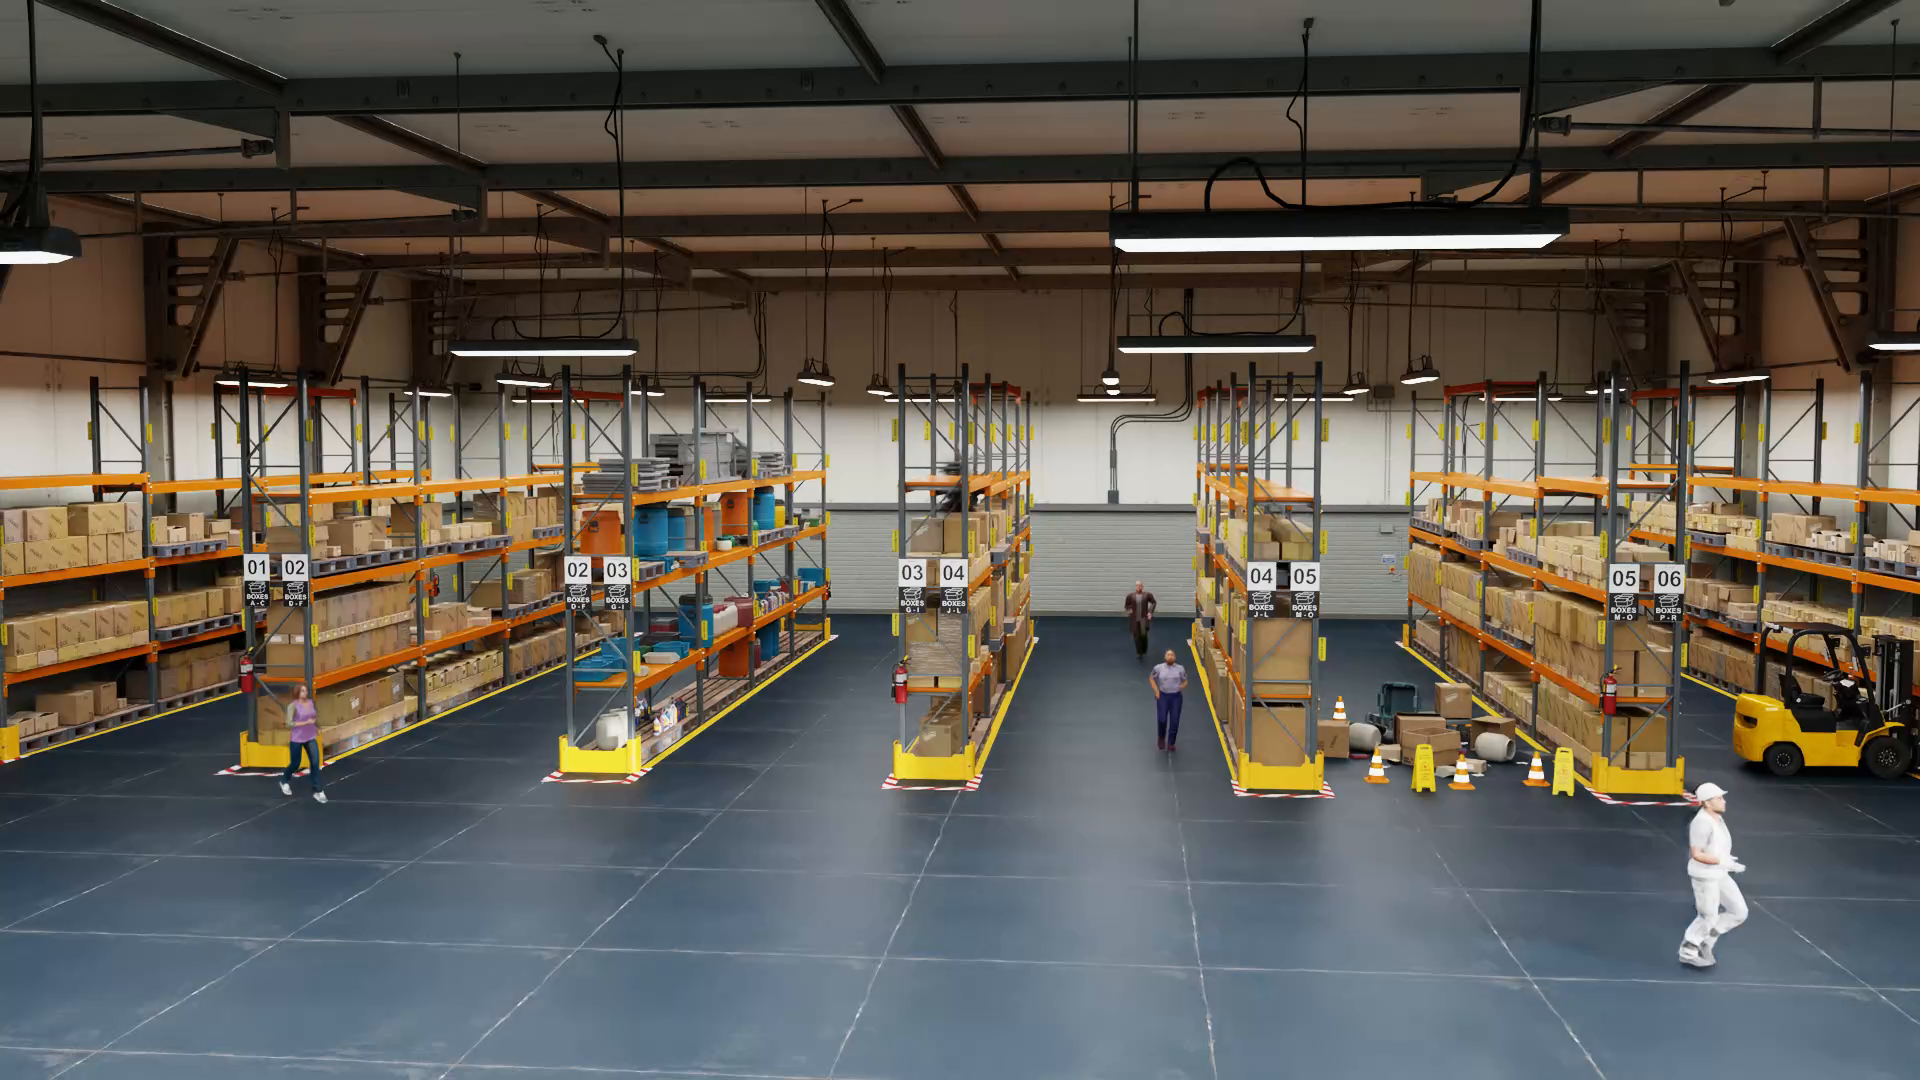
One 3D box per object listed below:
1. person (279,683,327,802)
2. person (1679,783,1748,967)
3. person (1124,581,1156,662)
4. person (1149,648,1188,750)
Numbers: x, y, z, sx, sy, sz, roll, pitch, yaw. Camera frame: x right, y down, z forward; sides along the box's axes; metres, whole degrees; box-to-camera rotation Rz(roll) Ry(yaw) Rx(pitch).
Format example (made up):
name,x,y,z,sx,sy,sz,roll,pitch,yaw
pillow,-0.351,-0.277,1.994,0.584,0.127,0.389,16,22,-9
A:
name,x,y,z,sx,sy,sz,roll,pitch,yaw
person,-8.928,2.731,22.583,0.878,1.596,0.533,3,4,35
person,7.009,3.122,15.415,0.629,1.747,0.630,-4,5,-44
person,3.940,1.829,36.500,0.682,1.702,0.760,1,4,14
person,3.278,2.515,26.020,0.593,1.594,0.559,0,4,2
